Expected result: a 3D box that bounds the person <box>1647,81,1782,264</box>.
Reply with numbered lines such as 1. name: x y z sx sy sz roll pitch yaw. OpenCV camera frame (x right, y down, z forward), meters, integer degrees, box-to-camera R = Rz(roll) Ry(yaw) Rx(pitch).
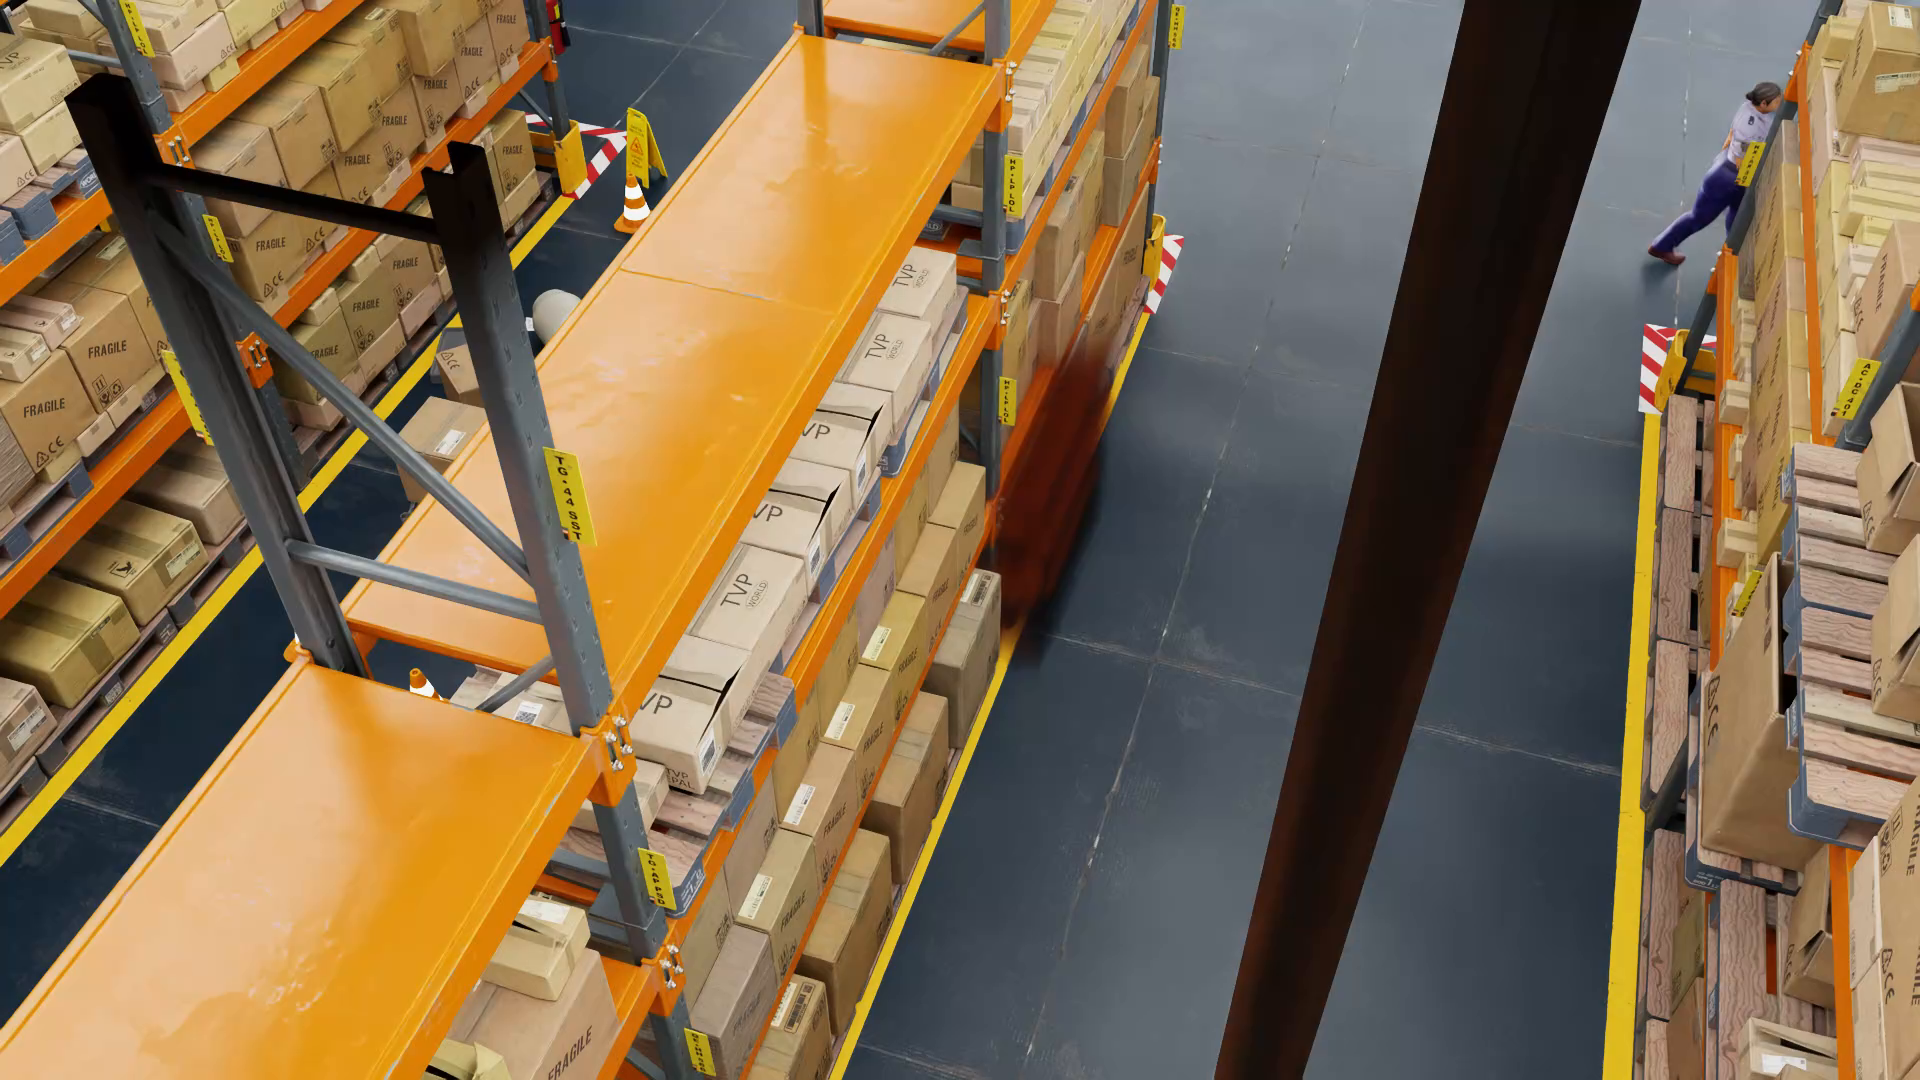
1. person: 5.954 -2.783 12.739 0.855 1.602 0.510 22 50 20
